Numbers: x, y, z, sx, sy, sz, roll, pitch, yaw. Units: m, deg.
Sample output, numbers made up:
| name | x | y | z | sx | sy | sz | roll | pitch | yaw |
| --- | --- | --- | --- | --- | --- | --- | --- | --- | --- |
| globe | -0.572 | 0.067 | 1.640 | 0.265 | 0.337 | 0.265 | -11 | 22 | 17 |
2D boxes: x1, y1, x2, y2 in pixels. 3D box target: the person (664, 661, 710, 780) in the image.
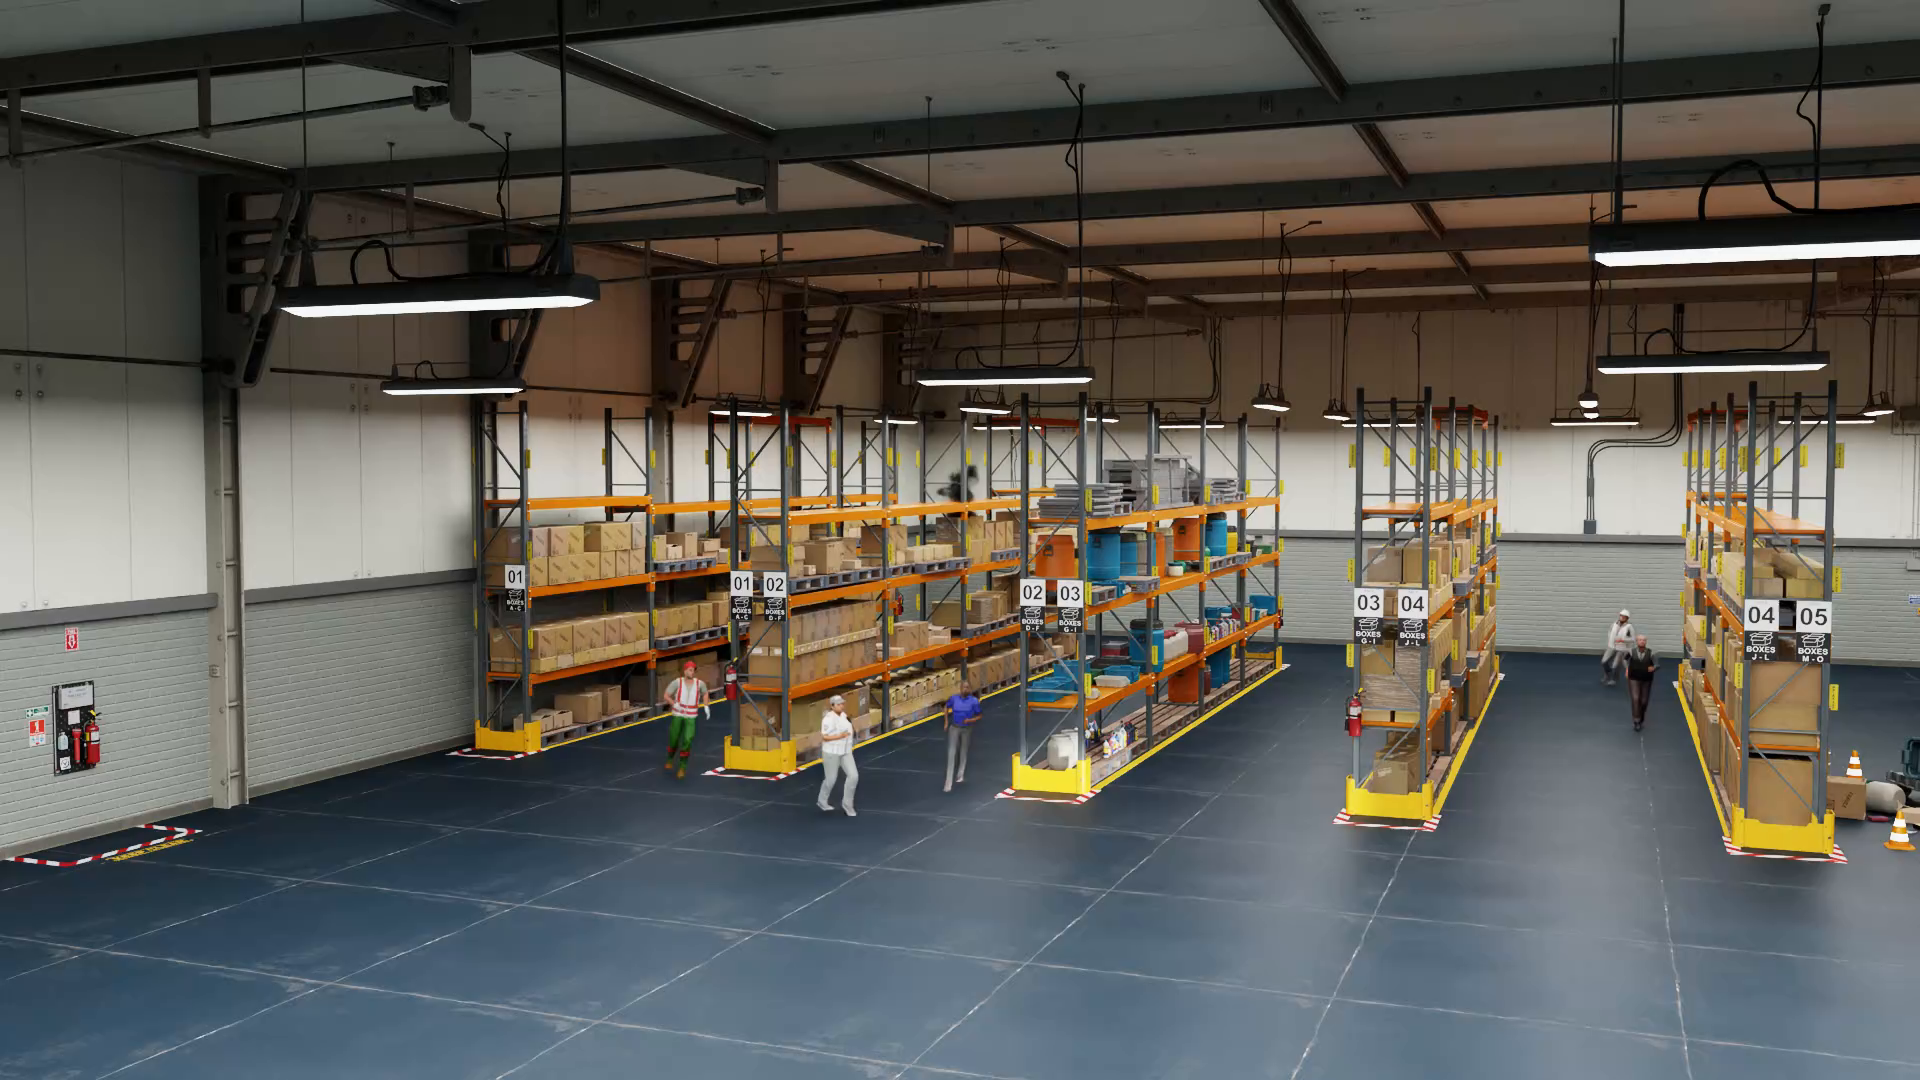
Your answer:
| name | x | y | z | sx | sy | sz | roll | pitch | yaw |
| --- | --- | --- | --- | --- | --- | --- | --- | --- | --- |
| person | -4.326 | 2.820 | 26.356 | 0.727 | 1.812 | 0.810 | -1 | 3 | -14 |

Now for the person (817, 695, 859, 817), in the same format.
| name | x | y | z | sx | sy | sz | roll | pitch | yaw |
| --- | --- | --- | --- | --- | --- | --- | --- | --- | --- |
| person | -1.720 | 3.038 | 23.360 | 0.585 | 1.723 | 0.708 | -3 | 4 | -44 |

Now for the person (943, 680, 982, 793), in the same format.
| name | x | y | z | sx | sy | sz | roll | pitch | yaw |
| --- | --- | --- | --- | --- | --- | --- | --- | --- | --- |
| person | 0.045 | 2.955 | 25.335 | 0.600 | 1.673 | 0.881 | 0 | 3 | 3 |

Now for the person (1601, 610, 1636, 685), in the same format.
| name | x | y | z | sx | sy | sz | roll | pitch | yaw |
| --- | --- | --- | --- | --- | --- | --- | --- | --- | --- |
| person | 14.469 | 2.373 | 36.556 | 0.601 | 1.694 | 0.744 | -3 | 4 | -43 |

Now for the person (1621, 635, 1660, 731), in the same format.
| name | x | y | z | sx | sy | sz | roll | pitch | yaw |
| --- | --- | --- | --- | --- | --- | --- | --- | --- | --- |
| person | 12.650 | 2.631 | 30.910 | 0.661 | 1.732 | 0.957 | 1 | 3 | 18 |
